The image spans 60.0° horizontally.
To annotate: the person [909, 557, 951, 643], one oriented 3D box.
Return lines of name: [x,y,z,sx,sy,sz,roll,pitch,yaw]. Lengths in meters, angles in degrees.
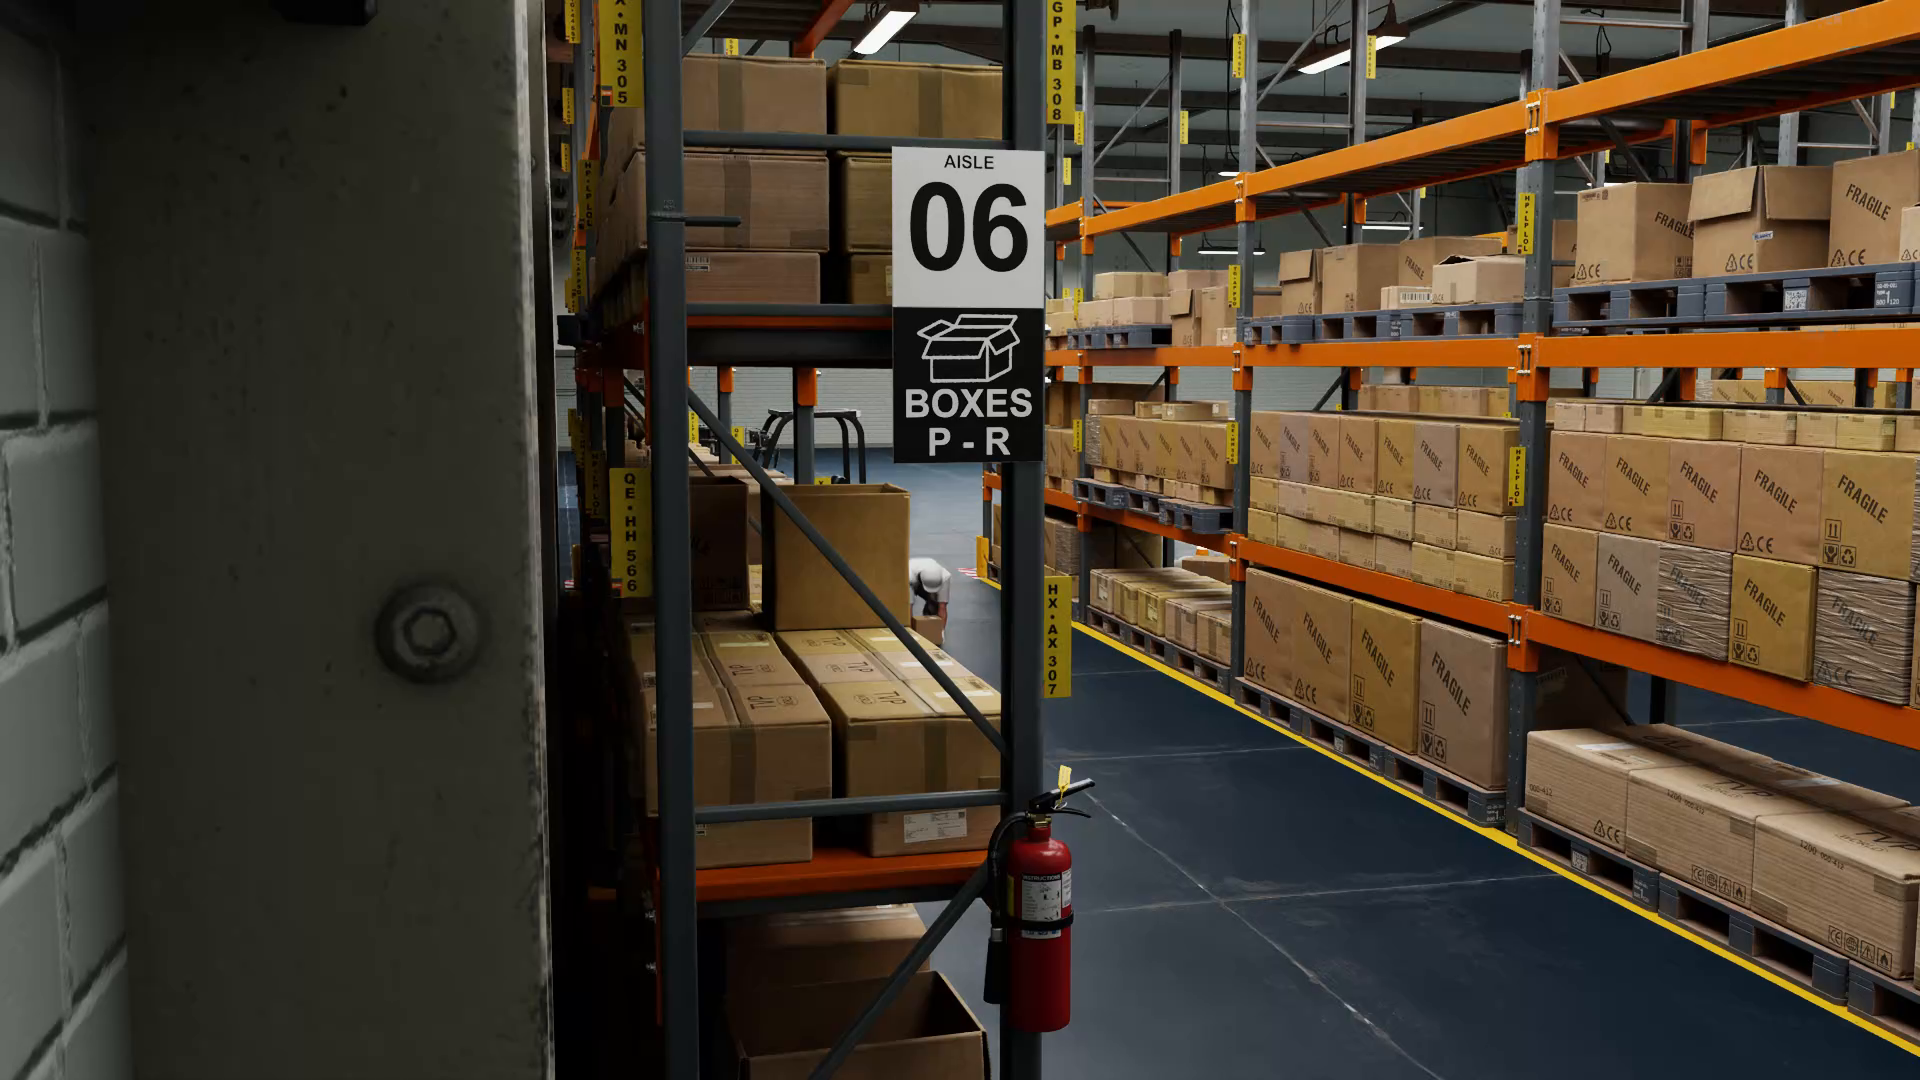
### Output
person: [-0.385,0.571,16.196,0.553,0.818,0.983,-2,6,-15]
